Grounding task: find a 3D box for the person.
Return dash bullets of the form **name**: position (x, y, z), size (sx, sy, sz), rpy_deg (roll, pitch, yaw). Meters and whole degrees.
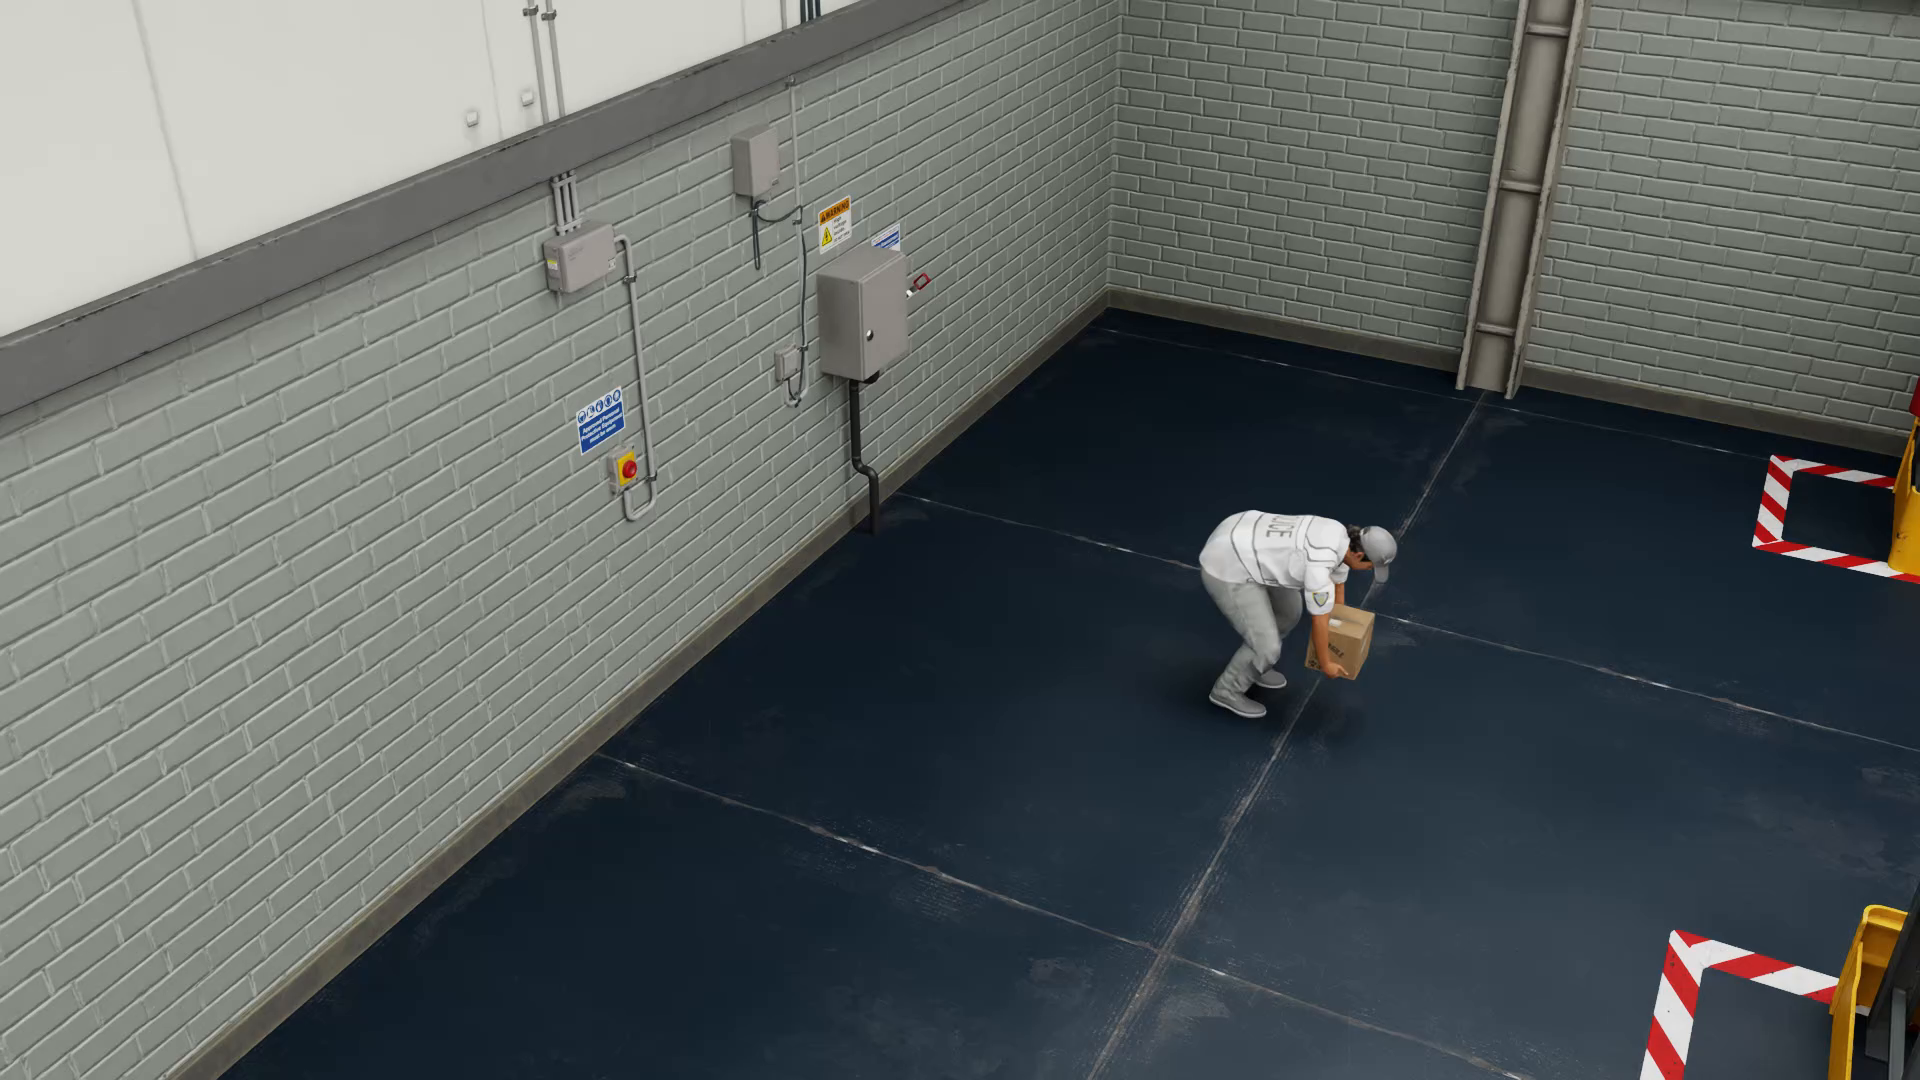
- **person**: position (1.635, 0.353, 8.232), size (0.929, 1.111, 0.501), rpy_deg (13, 33, 21)
